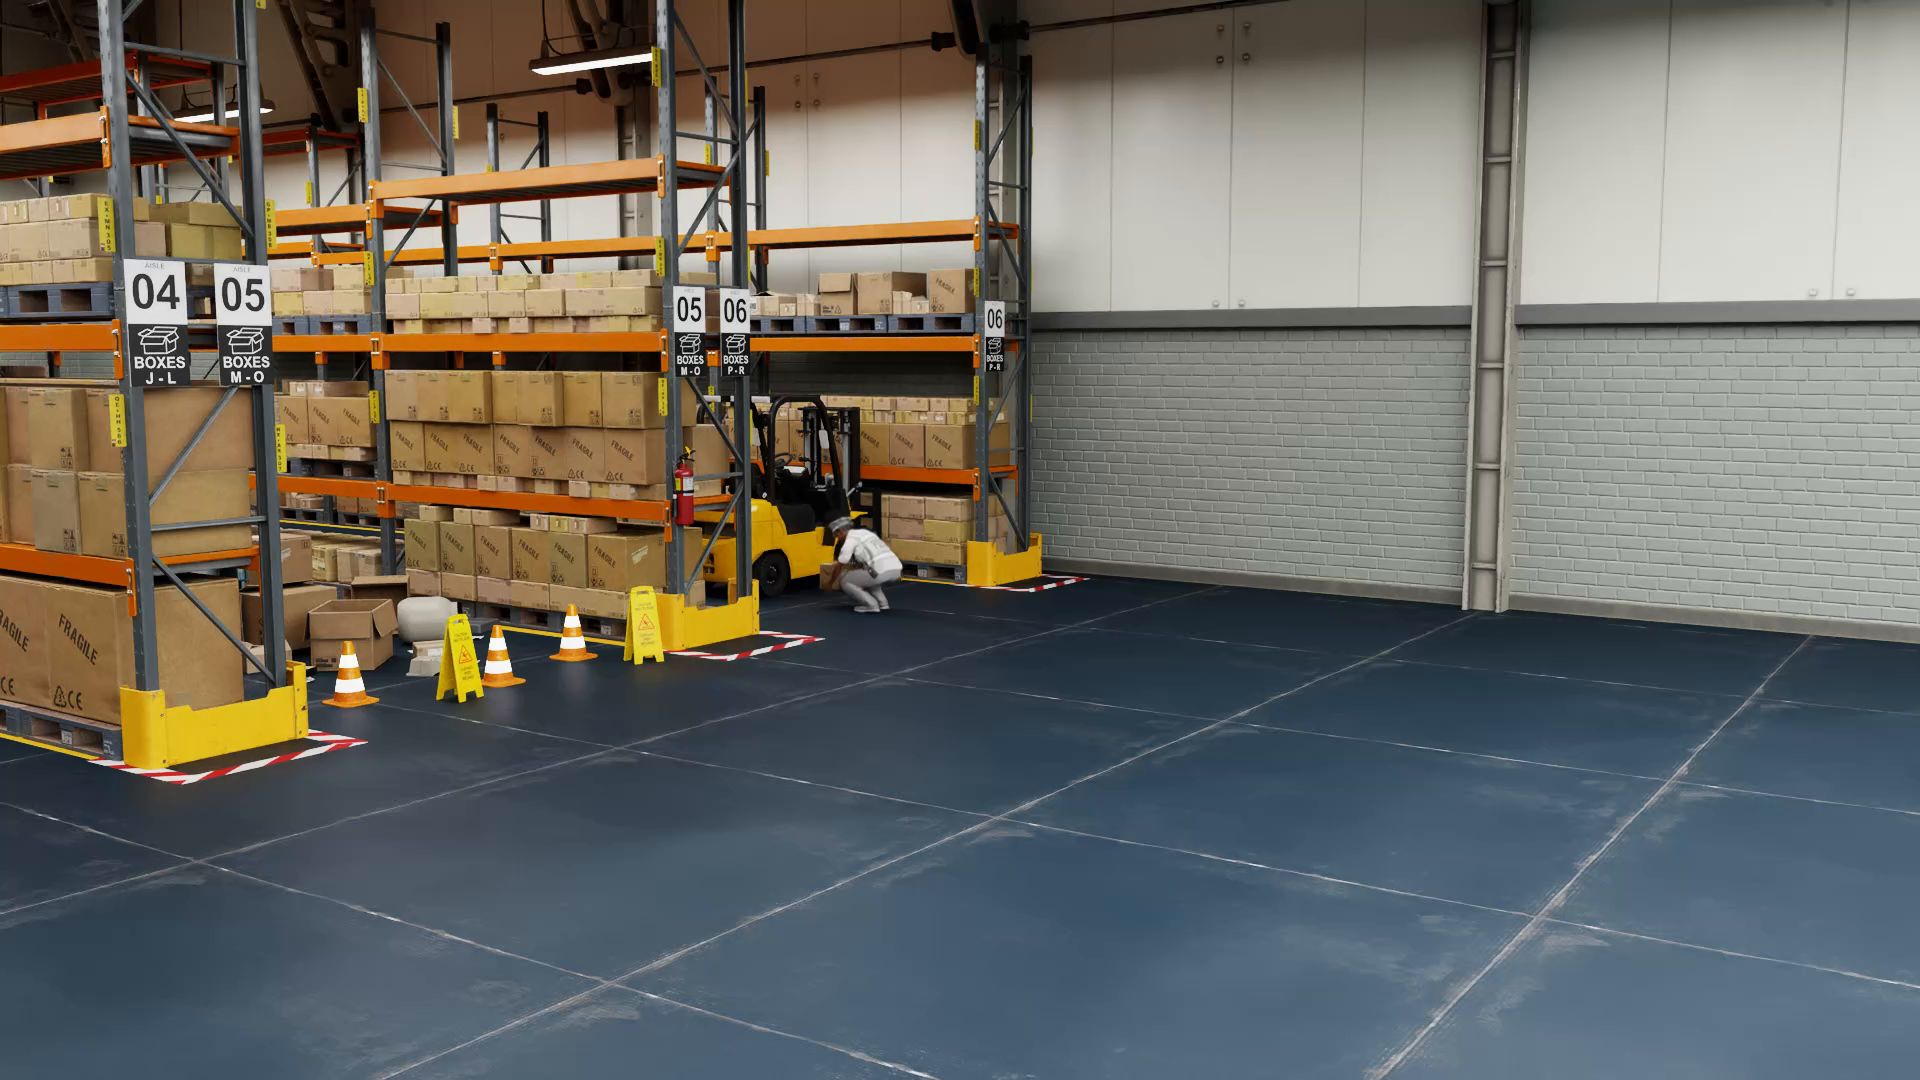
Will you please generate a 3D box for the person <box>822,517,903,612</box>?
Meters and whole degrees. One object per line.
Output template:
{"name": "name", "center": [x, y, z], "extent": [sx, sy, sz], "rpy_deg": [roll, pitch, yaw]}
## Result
{"name": "person", "center": [-1.002, 0.246, 17.016], "extent": [0.853, 0.967, 0.471], "rpy_deg": [4, 8, 33]}
